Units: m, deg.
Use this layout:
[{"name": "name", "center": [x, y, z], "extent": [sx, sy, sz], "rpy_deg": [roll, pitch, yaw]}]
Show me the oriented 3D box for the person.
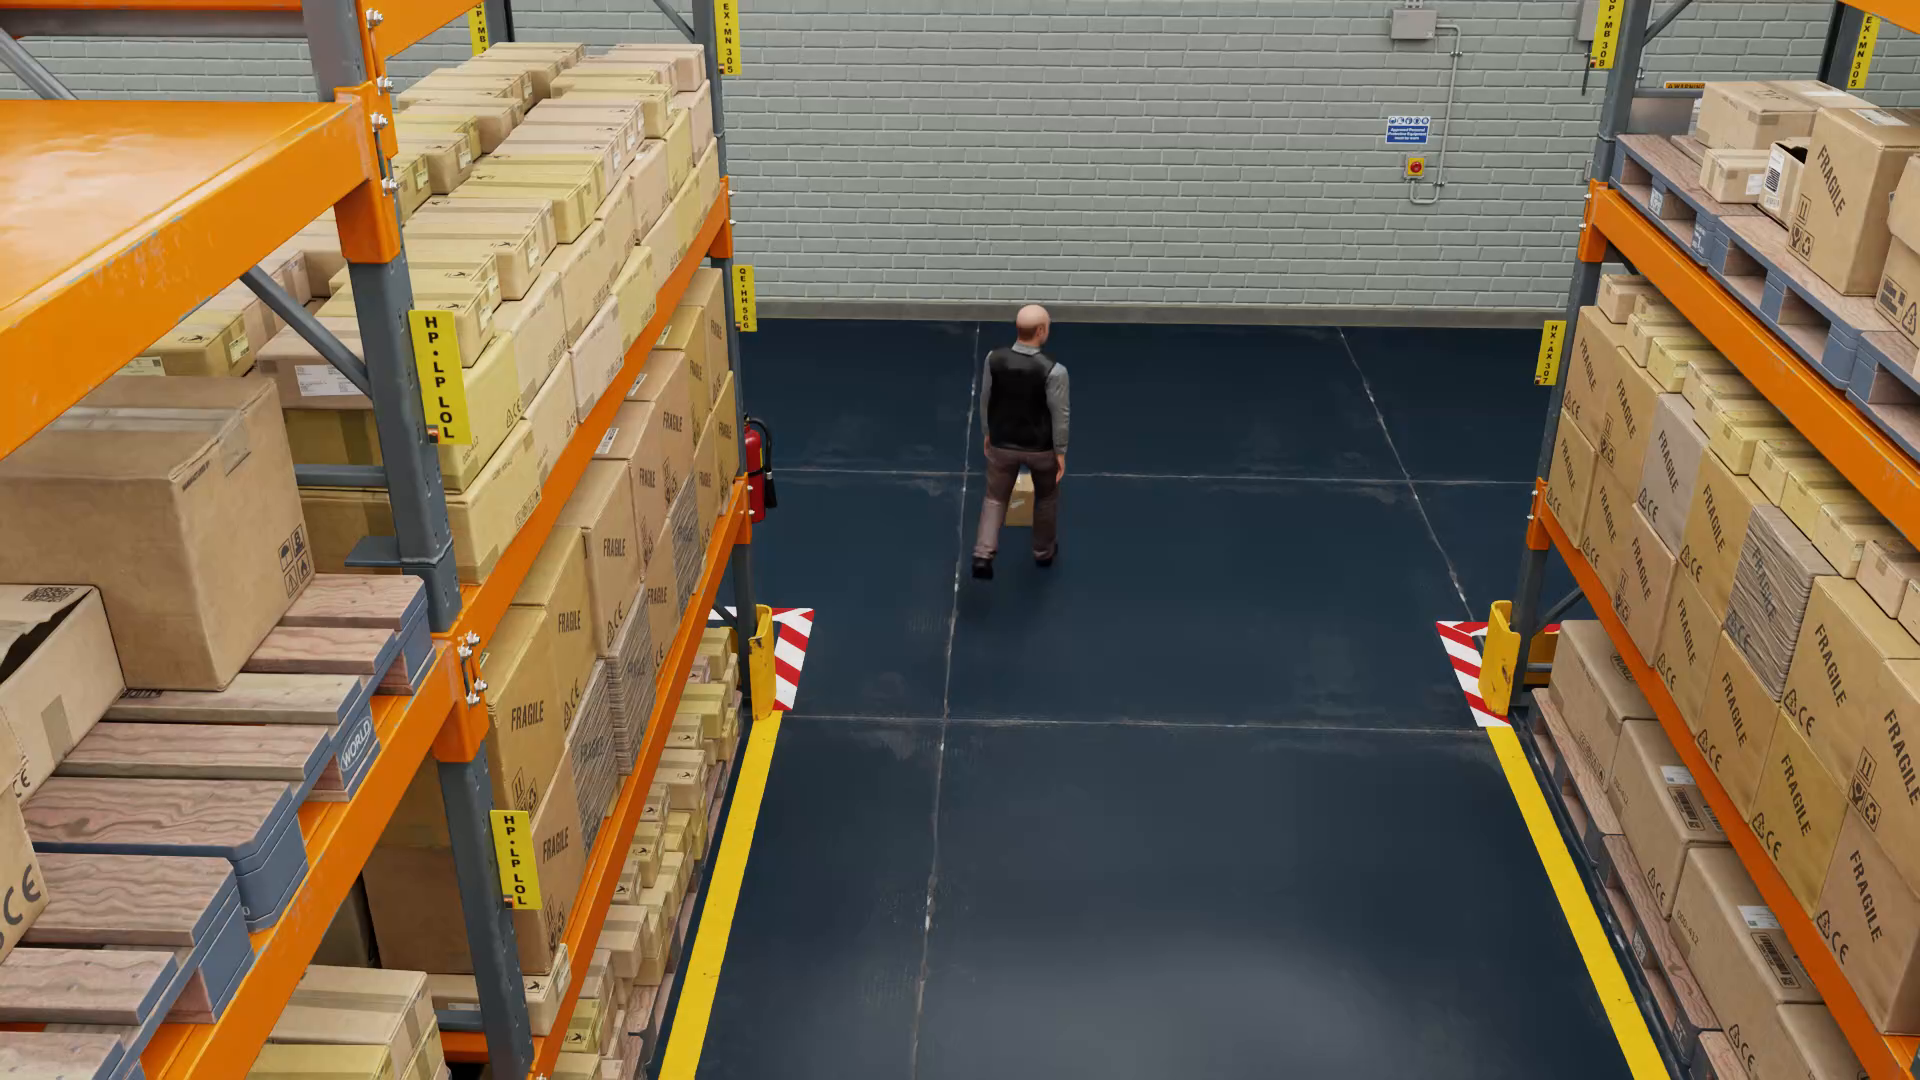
[{"name": "person", "center": [0.372, -0.539, 9.667], "extent": [0.554, 1.701, 0.873], "rpy_deg": [9, 29, 16]}]
